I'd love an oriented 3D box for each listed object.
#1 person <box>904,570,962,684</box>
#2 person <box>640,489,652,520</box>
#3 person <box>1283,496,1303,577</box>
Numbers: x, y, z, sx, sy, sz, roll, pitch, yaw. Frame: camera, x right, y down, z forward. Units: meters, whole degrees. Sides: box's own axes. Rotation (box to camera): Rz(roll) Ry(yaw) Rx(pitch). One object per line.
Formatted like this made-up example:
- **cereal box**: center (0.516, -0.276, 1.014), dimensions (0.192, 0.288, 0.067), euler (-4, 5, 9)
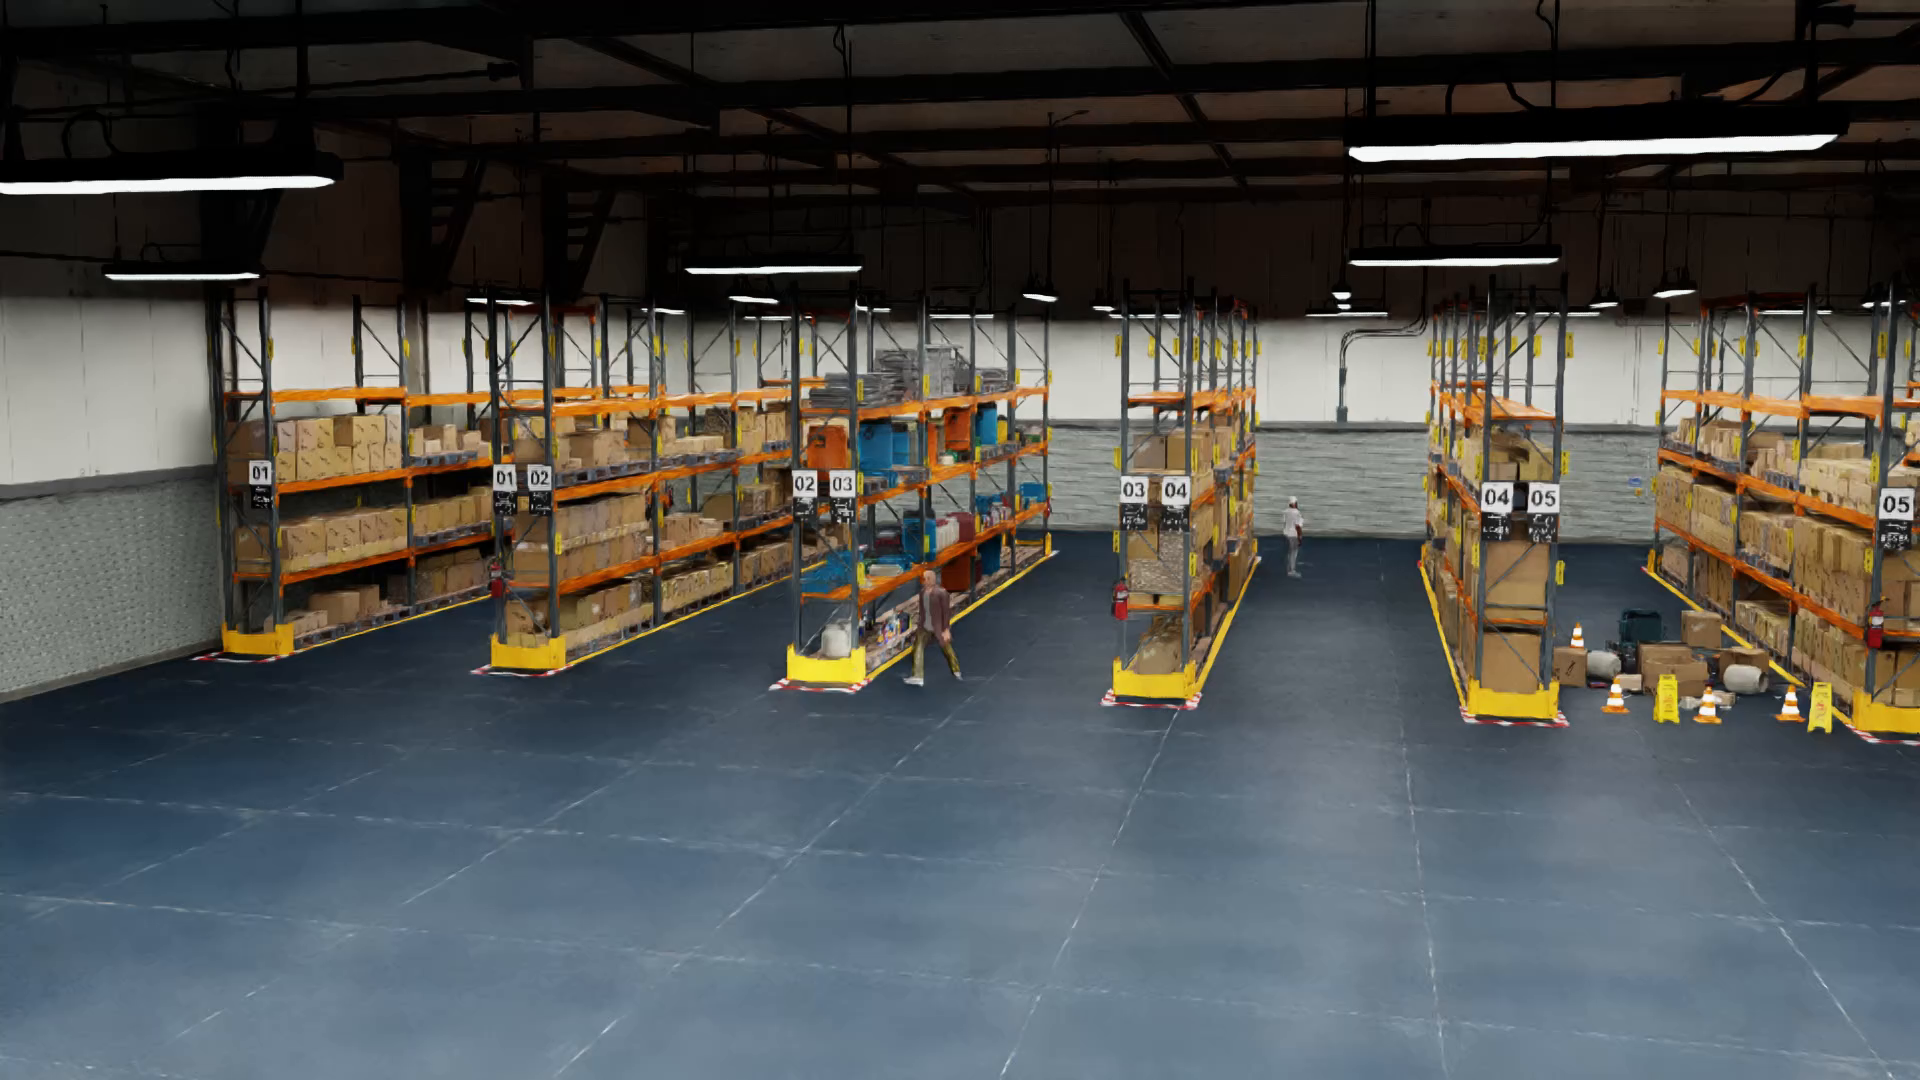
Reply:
- **person**: center (-0.378, 1.292, 24.931), dimensions (0.634, 1.722, 1.045), euler (4, 8, 33)
- **person**: center (-7.374, -0.337, 38.930), dimensions (0.376, 1.732, 0.593), euler (0, 7, -1)
- **person**: center (7.348, -0.085, 36.508), dimensions (0.446, 1.766, 0.628), euler (-2, 7, -17)
